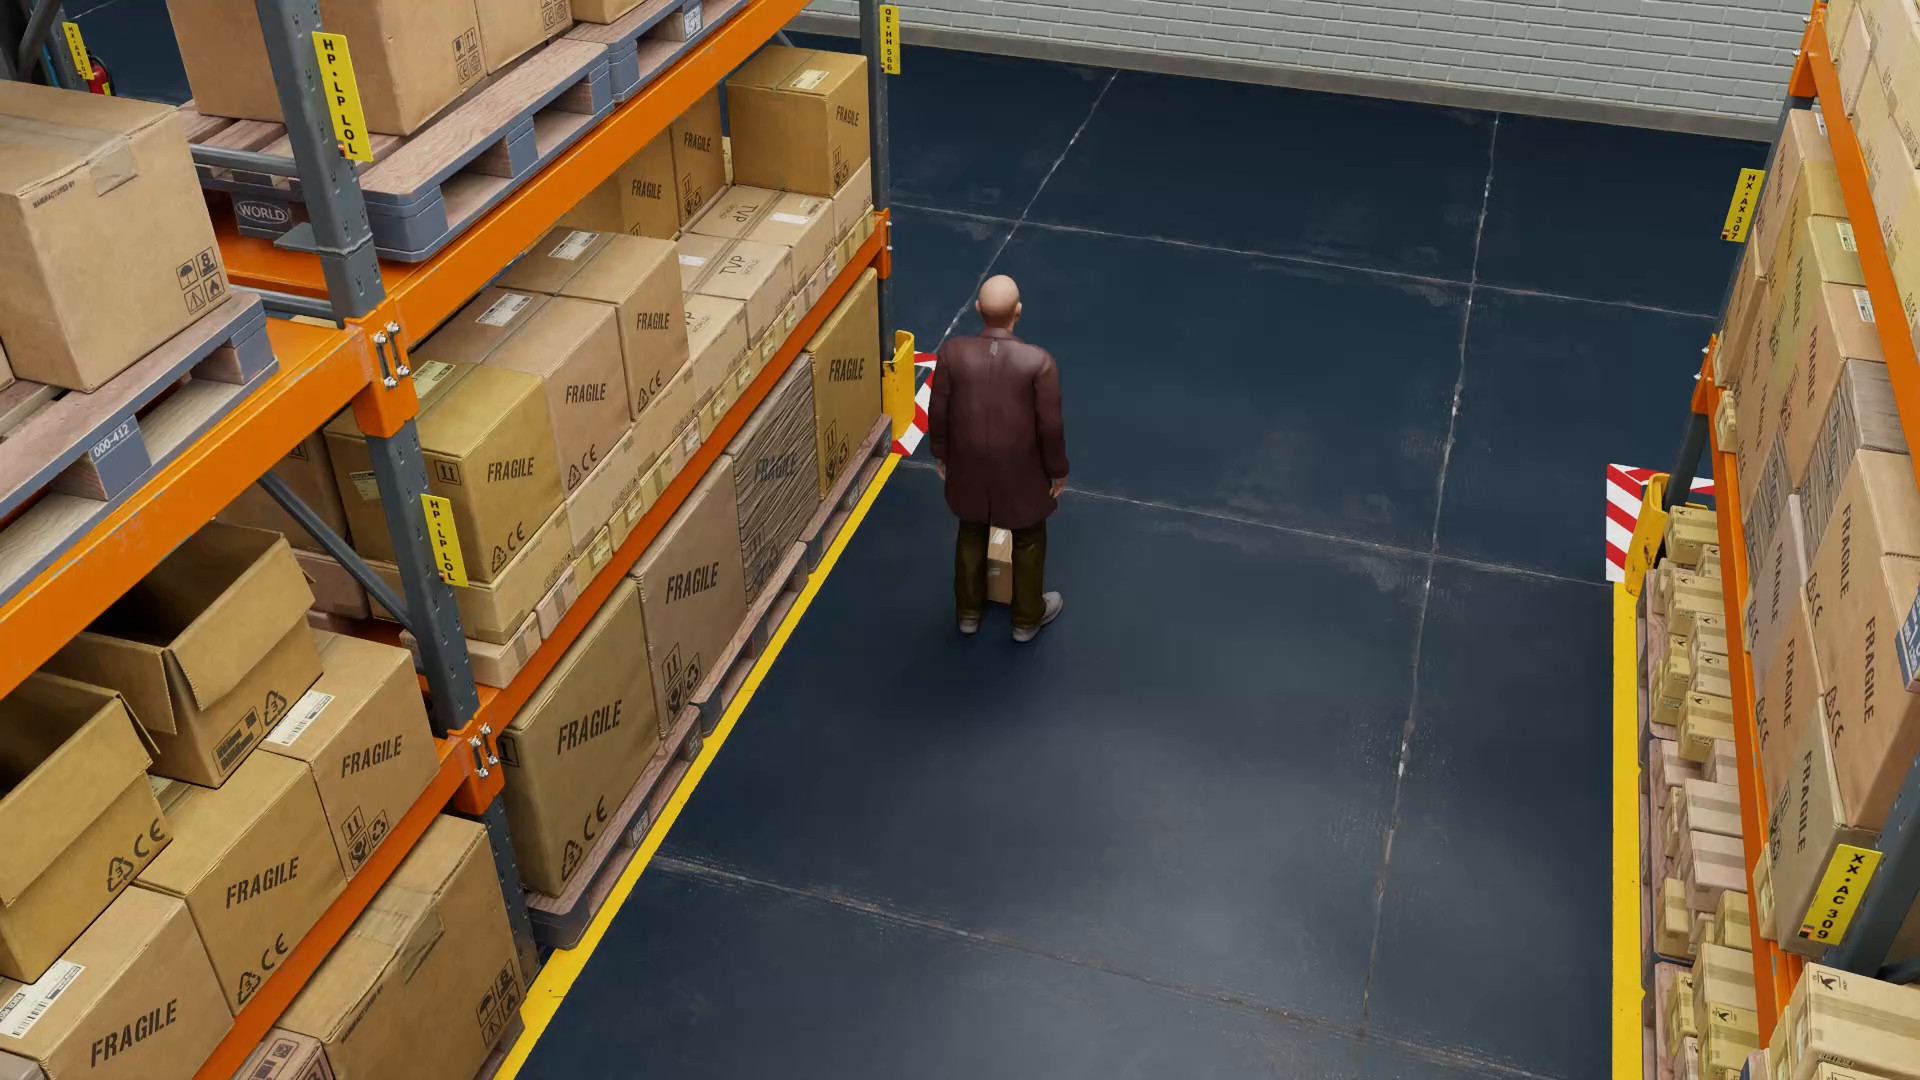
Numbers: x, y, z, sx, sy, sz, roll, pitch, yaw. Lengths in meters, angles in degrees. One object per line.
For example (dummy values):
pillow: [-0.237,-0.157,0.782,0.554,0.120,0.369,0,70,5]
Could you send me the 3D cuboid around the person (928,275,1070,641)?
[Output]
person: [0.173,-0.340,7.365,0.640,1.773,0.430,10,38,13]
